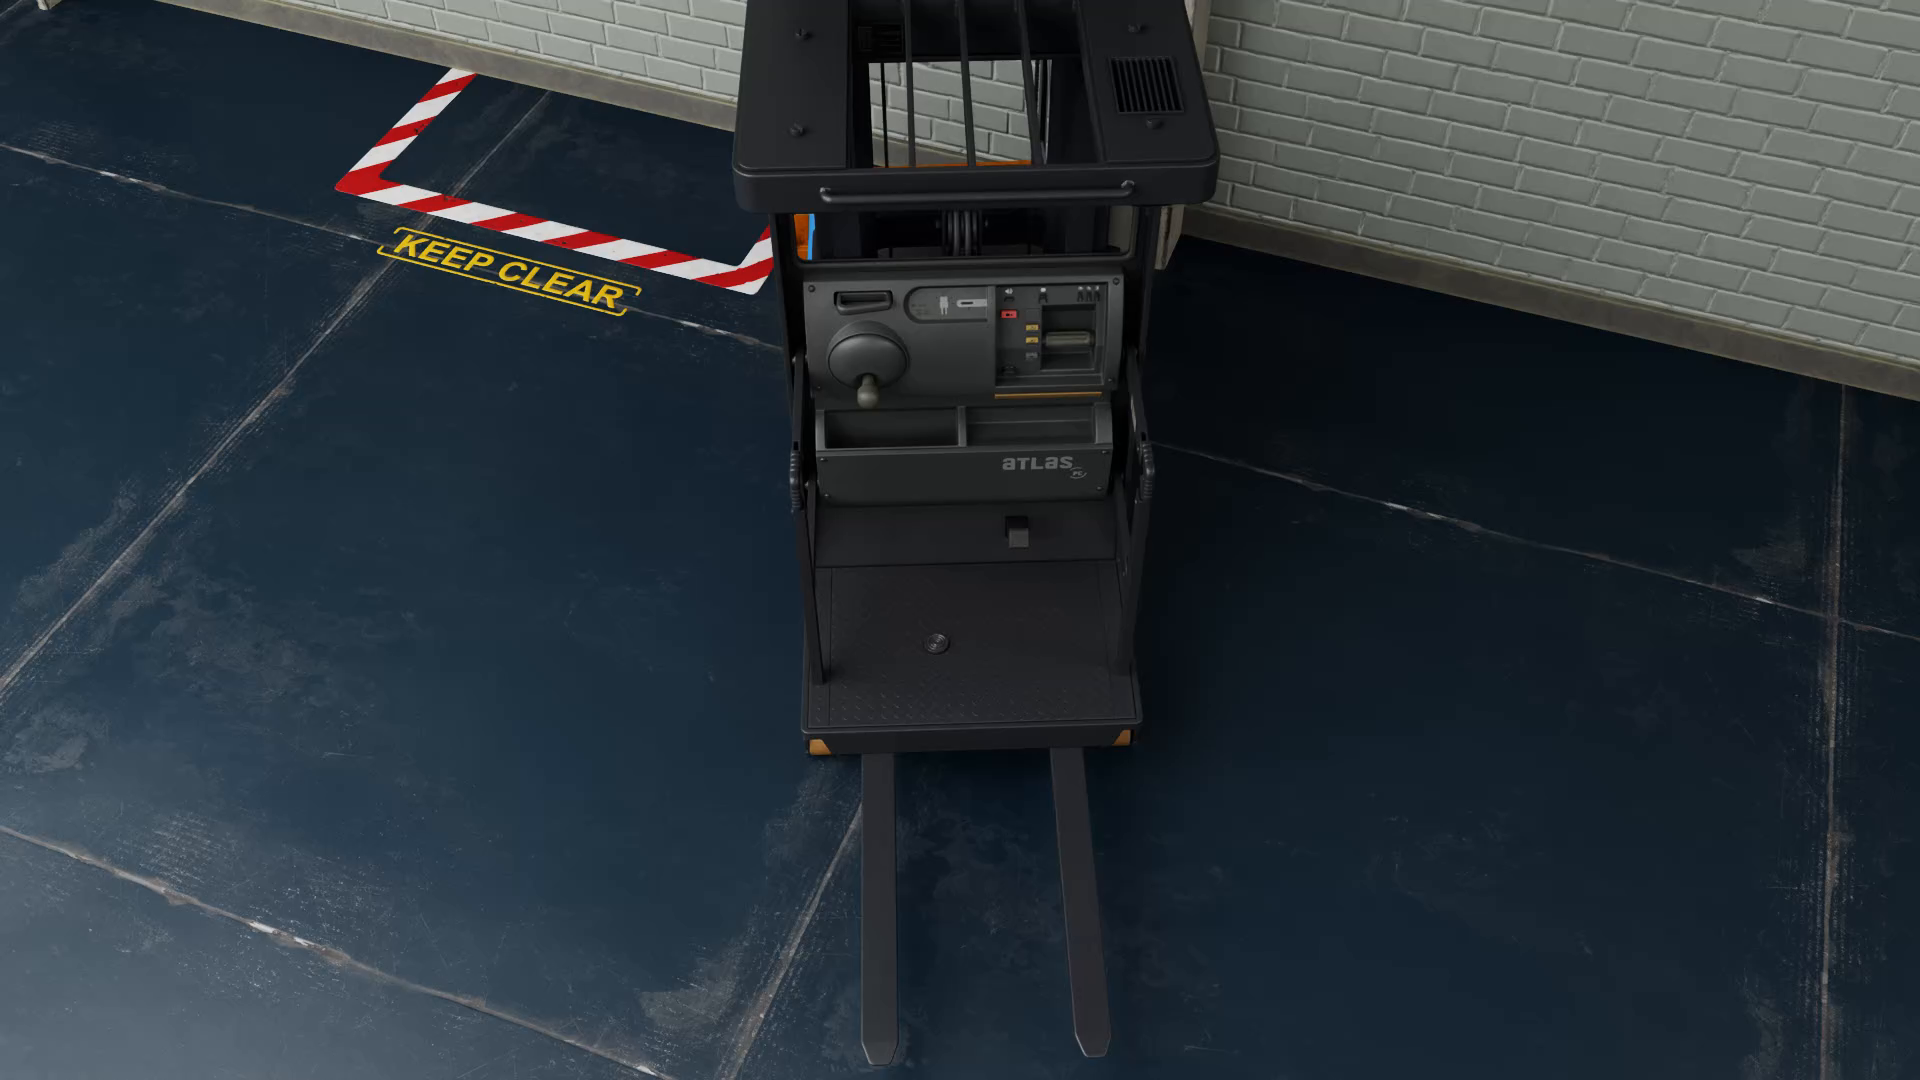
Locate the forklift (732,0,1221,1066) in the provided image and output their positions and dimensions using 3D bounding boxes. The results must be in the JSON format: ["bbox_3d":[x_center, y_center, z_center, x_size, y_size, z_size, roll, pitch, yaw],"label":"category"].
[{"bbox_3d":[0.023,-0.490,4.735,1.130,2.935,3.031,-2,49,-1],"label":"forklift"}]

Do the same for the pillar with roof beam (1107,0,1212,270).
[{"bbox_3d":[-0.732,-1.236,1.366,0.400,9.000,9.100,16,51,13],"label":"pillar with roof beam"}]

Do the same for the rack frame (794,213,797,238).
[{"bbox_3d":[-0.672,-1.361,6.437,0.032,1.500,0.500,-3,49,-3],"label":"rack frame"}]

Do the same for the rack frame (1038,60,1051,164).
[{"bbox_3d":[0.342,-1.419,6.487,0.032,1.500,0.500,-3,49,-3],"label":"rack frame"}]

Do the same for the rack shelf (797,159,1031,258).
[{"bbox_3d":[-0.165,-1.272,6.598,1.000,0.185,0.538,-3,49,-3],"label":"rack shelf"}]

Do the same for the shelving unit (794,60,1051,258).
[{"bbox_3d":[-0.156,-1.390,6.462,1.083,1.500,0.587,-3,49,-3],"label":"shelving unit"}]
